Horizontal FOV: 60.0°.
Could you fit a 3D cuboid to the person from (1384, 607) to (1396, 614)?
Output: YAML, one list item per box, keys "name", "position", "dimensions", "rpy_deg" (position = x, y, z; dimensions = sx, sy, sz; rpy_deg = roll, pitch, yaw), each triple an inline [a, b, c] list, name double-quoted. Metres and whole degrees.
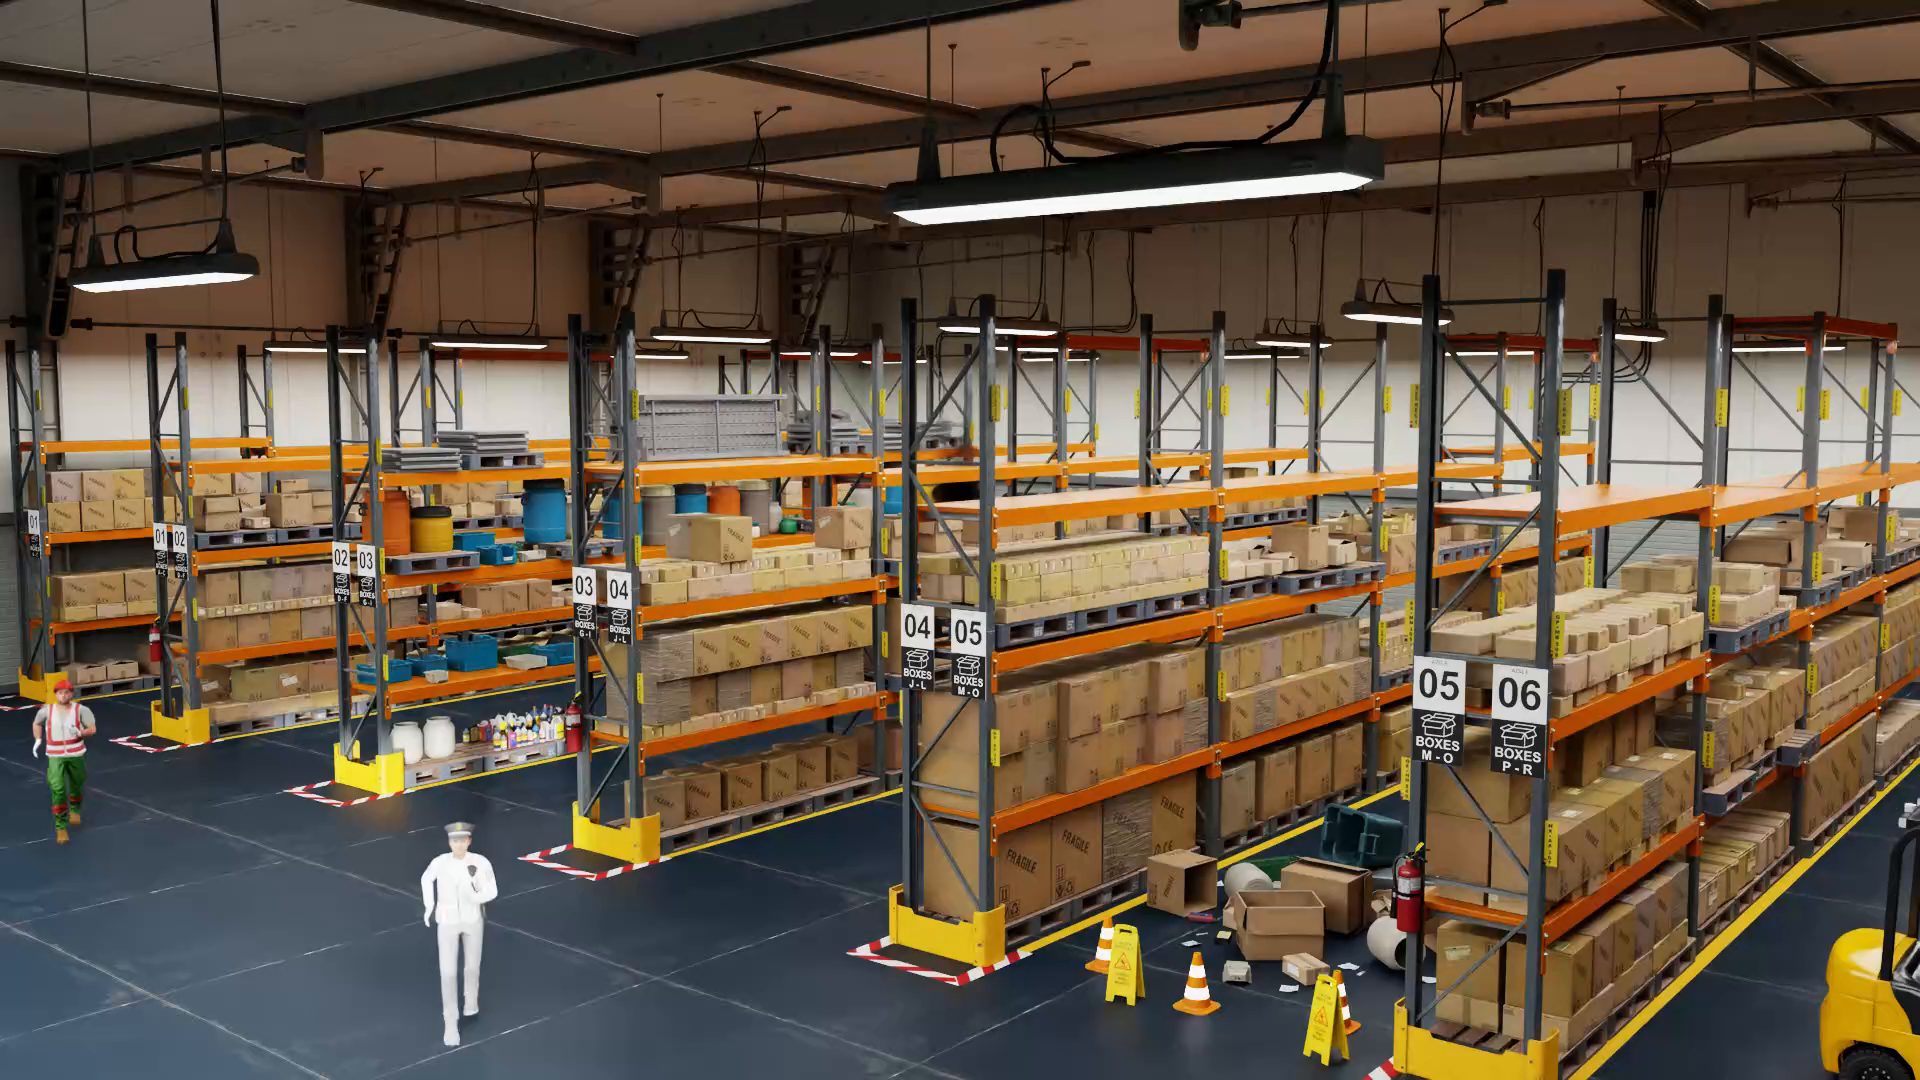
- name: "person"
  position: [6.844, 1.944, 26.491]
  dimensions: [0.627, 1.765, 0.739]
  rpy_deg: [4, 7, 39]

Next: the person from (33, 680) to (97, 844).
- name: "person"
  position: [-10.350, 2.518, 19.248]
  dimensions: [0.655, 1.810, 0.925]
  rpy_deg: [-3, 6, -30]

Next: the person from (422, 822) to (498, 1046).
- name: "person"
  position: [-4.027, 3.119, 13.408]
  dimensions: [0.583, 1.747, 0.763]
  rpy_deg: [-2, 5, -17]
